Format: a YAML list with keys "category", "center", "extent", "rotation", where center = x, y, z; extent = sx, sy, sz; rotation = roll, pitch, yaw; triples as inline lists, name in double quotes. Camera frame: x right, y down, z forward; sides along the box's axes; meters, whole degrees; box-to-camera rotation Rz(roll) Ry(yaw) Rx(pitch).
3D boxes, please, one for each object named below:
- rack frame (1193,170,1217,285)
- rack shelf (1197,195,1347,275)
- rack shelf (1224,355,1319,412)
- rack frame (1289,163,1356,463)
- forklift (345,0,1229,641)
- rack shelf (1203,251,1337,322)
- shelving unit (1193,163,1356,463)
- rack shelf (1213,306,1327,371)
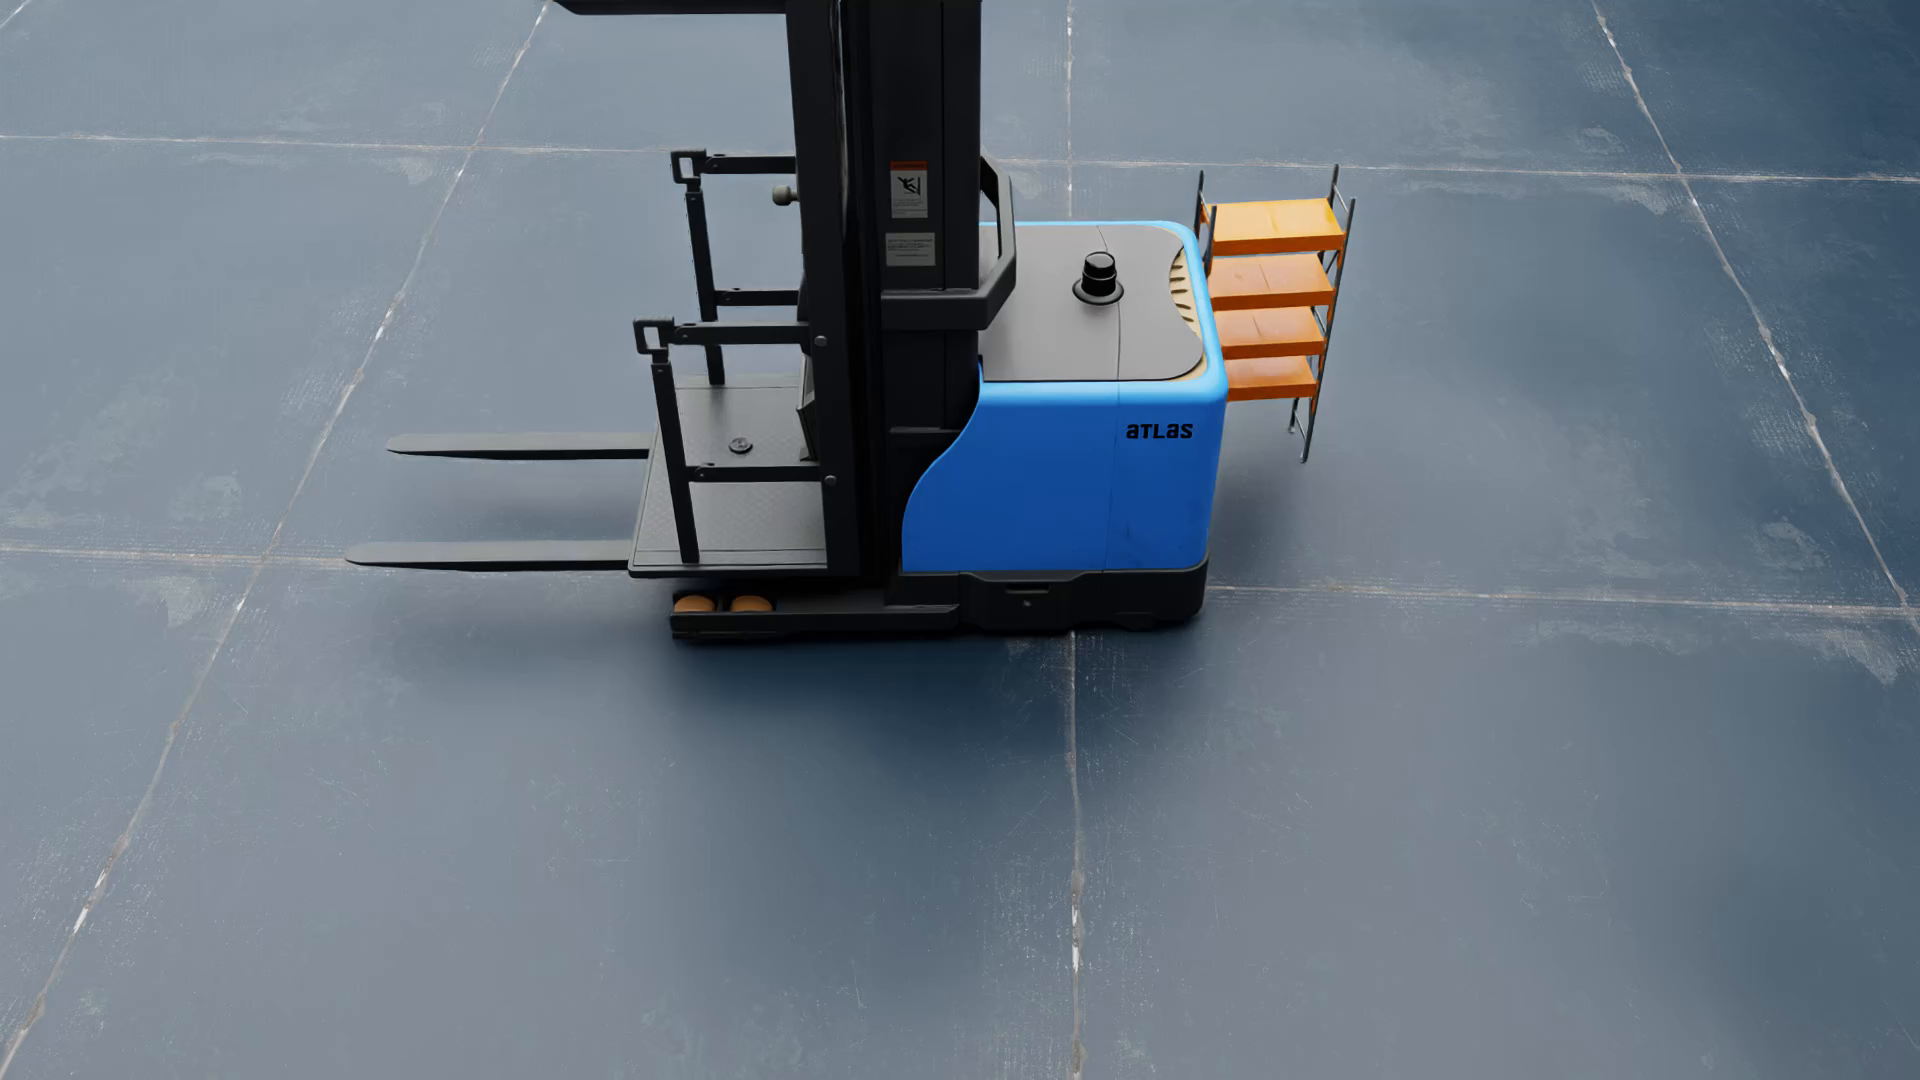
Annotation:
- category: "rack frame"
  center: [0.868, -0.793, 6.221]
  extent: [0.015, 1.200, 0.240]
  rotation: [-4, 43, -4]
- category: "rack shelf"
  center: [1.111, -1.096, 5.970]
  extent: [0.480, 0.148, 0.258]
  rotation: [-4, 43, -4]
- category: "rack shelf"
  center: [1.111, -0.614, 6.419]
  extent: [0.480, 0.148, 0.258]
  rotation: [-4, 43, -4]
- category: "rack frame"
  center: [1.354, -0.825, 6.255]
  extent: [0.015, 1.200, 0.240]
  rotation: [-4, 43, -4]
- category: "forklift"
  center: [-0.657, -1.081, 5.260]
  extent: [3.031, 2.935, 1.130]
  rotation: [-1, 43, -1]
- category: "rack shelf"
  center: [1.111, -0.923, 6.131]
  extent: [0.480, 0.148, 0.258]
  rotation: [-4, 43, -4]
- category: "shelving unit"
  center: [1.111, -0.809, 6.238]
  extent: [0.503, 1.200, 0.258]
  rotation: [-4, 43, -4]
- category: "rack shelf"
  center: [1.111, -0.760, 6.284]
  extent: [0.480, 0.148, 0.258]
  rotation: [-4, 43, -4]
